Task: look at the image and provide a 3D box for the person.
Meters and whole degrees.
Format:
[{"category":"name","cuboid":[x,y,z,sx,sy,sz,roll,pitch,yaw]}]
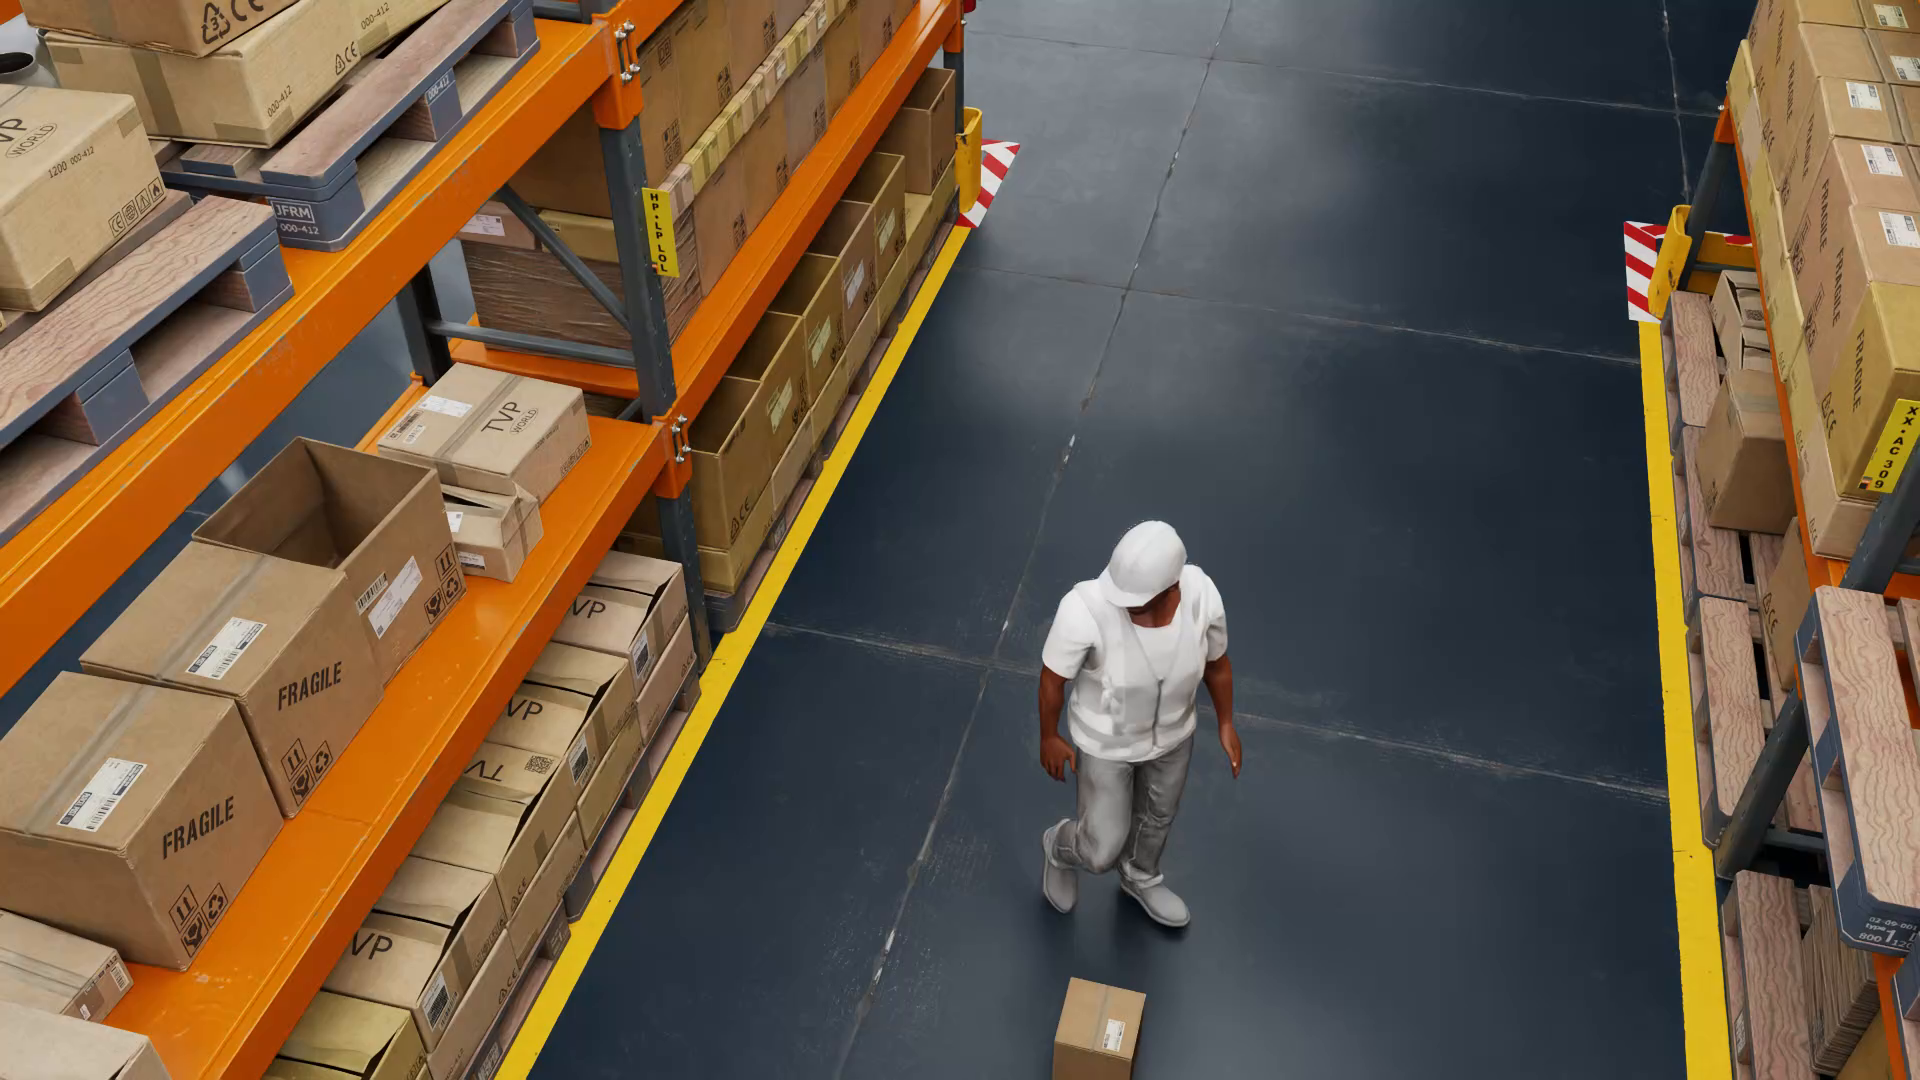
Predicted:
[{"category":"person","cuboid":[0.570,0.611,5.394,0.627,1.764,0.477,-17,44,-19]}]
